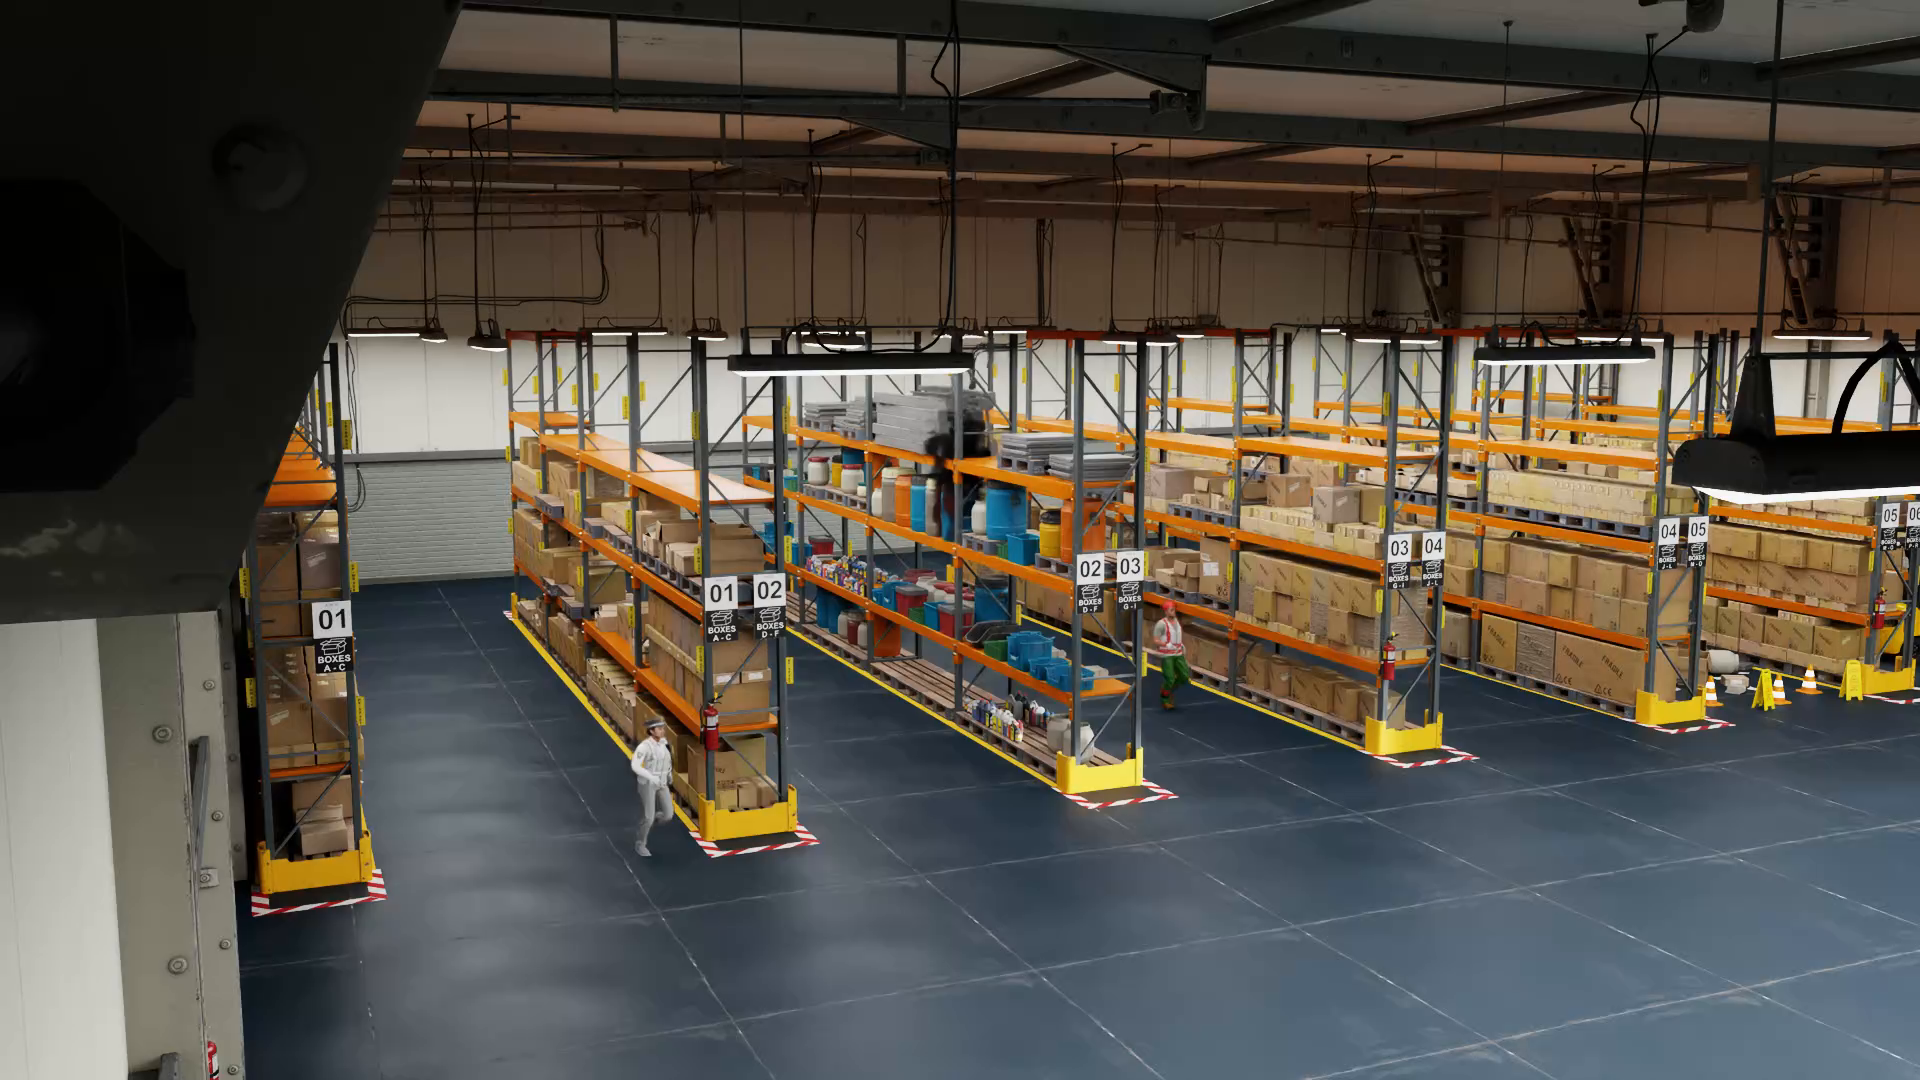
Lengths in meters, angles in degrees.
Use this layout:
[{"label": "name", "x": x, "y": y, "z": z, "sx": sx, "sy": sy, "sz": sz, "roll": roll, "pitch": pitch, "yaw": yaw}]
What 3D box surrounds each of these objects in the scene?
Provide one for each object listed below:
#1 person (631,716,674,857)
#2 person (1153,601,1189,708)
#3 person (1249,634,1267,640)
[{"label": "person", "x": -3.574, "y": 2.879, "z": 19.597, "sx": 0.493, "sy": 1.637, "sz": 0.713, "roll": 6, "pitch": 10, "yaw": 37}, {"label": "person", "x": 3.418, "y": 1.847, "z": 26.600, "sx": 0.643, "sy": 1.740, "sz": 0.582, "roll": -5, "pitch": 9, "yaw": -33}, {"label": "person", "x": 5.853, "y": 1.050, "z": 32.430, "sx": 0.685, "sy": 1.826, "sz": 0.776, "roll": -5, "pitch": 9, "yaw": -32}]
